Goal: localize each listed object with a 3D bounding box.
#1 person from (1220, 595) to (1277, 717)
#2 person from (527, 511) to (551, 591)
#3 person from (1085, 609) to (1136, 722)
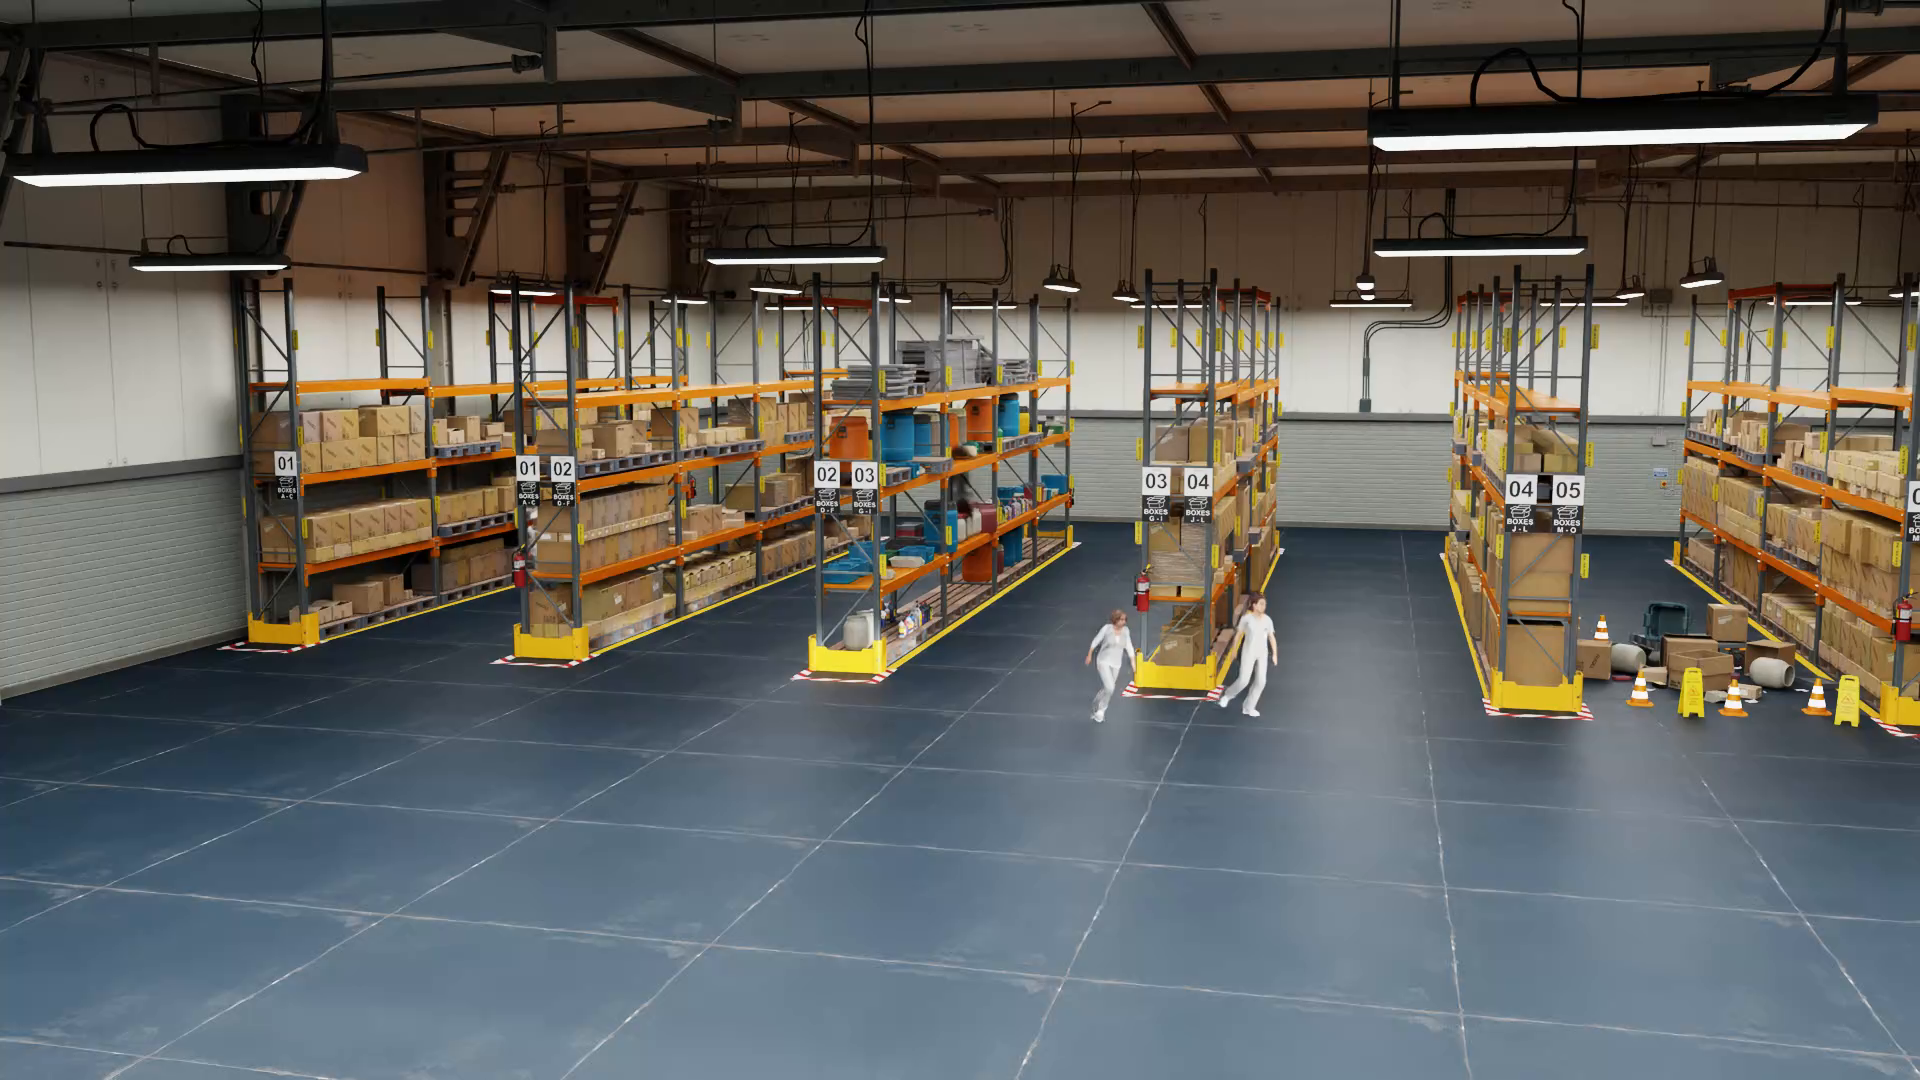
[{"bbox_3d":[3.847,1.530,22.228,0.688,1.636,0.551,-1,7,-12],"label":"person"},{"bbox_3d":[-8.206,0.272,32.620,0.685,1.713,0.811,-5,9,-36],"label":"person"},{"bbox_3d":[1.983,1.639,21.697,0.488,1.532,0.741,-3,8,-25],"label":"person"}]
